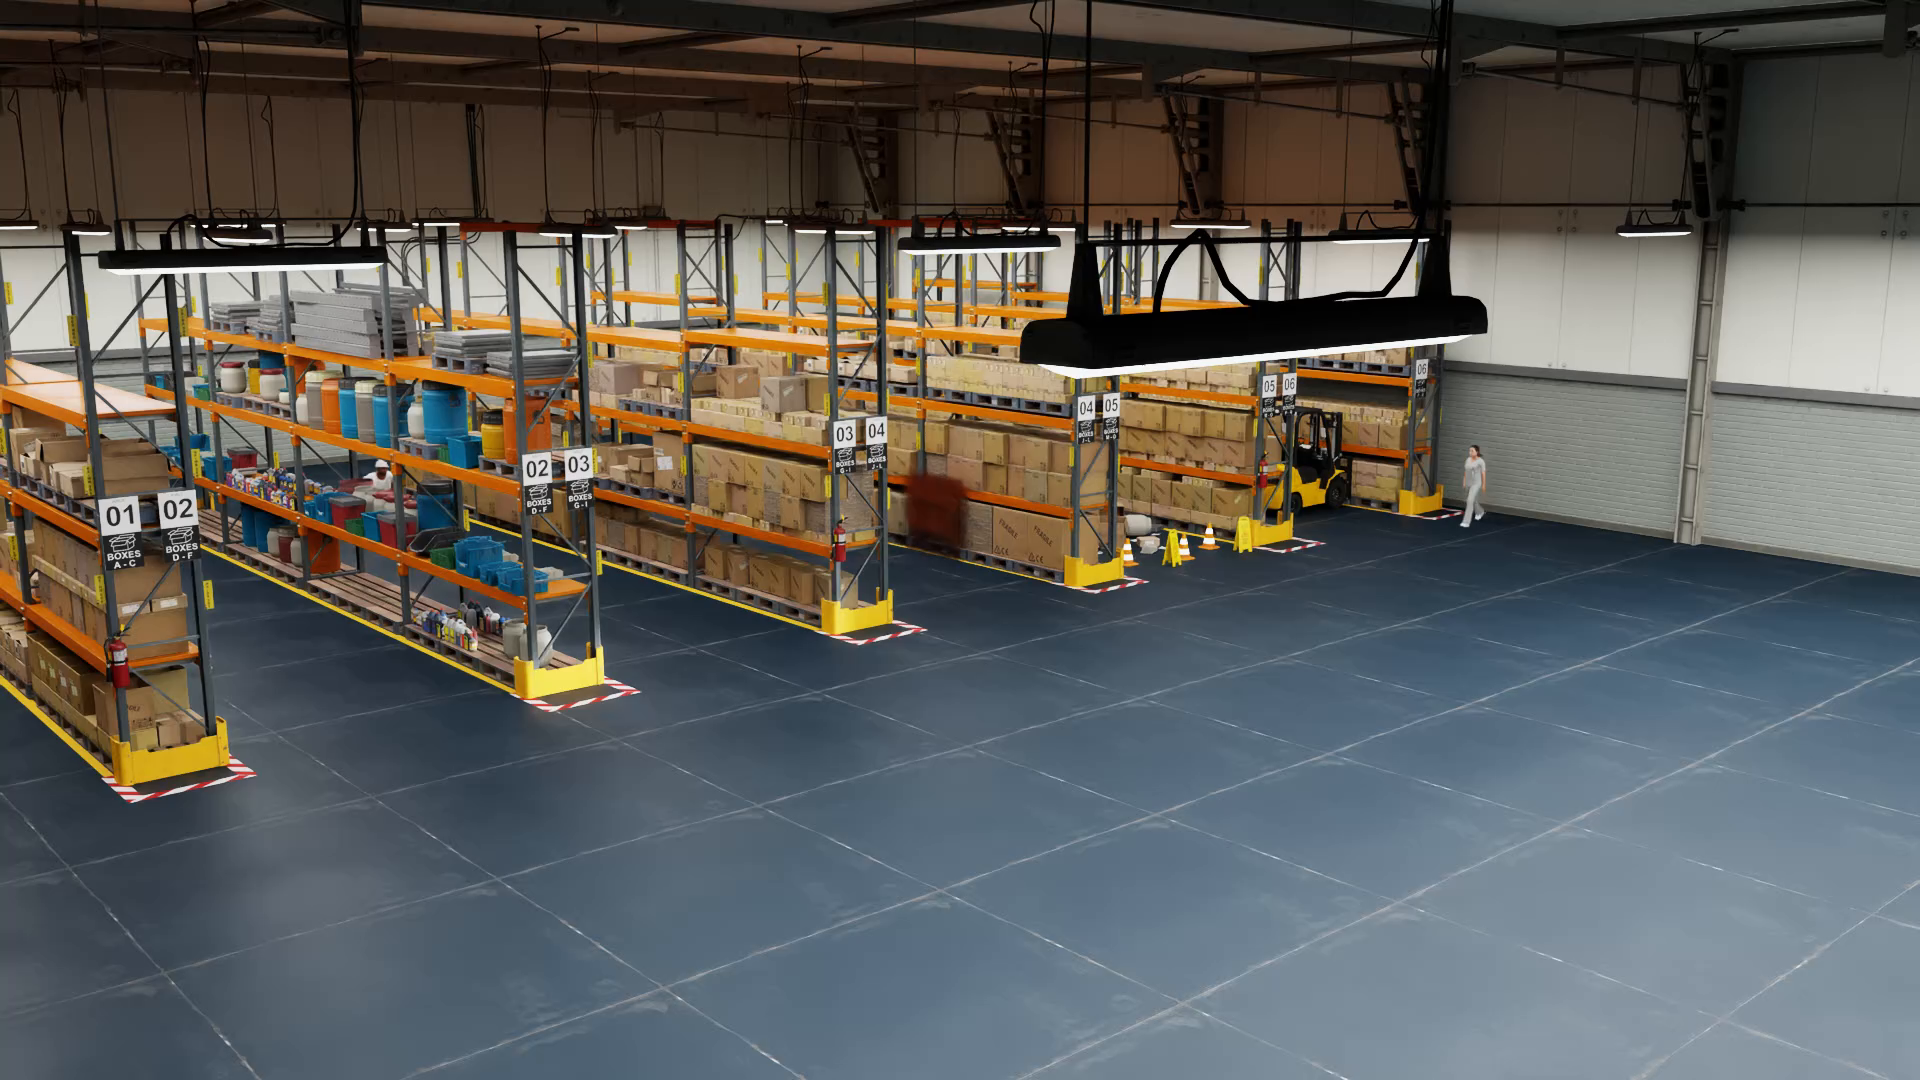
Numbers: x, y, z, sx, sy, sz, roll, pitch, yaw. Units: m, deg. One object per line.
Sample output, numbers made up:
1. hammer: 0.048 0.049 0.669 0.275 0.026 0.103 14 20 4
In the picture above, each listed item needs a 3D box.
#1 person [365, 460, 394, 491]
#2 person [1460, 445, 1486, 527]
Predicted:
1. person: -10.898 -0.708 31.196 0.682 1.653 0.726 -7 13 -31
2. person: 10.267 -1.100 33.149 1.002 1.629 0.446 -10 15 -40
